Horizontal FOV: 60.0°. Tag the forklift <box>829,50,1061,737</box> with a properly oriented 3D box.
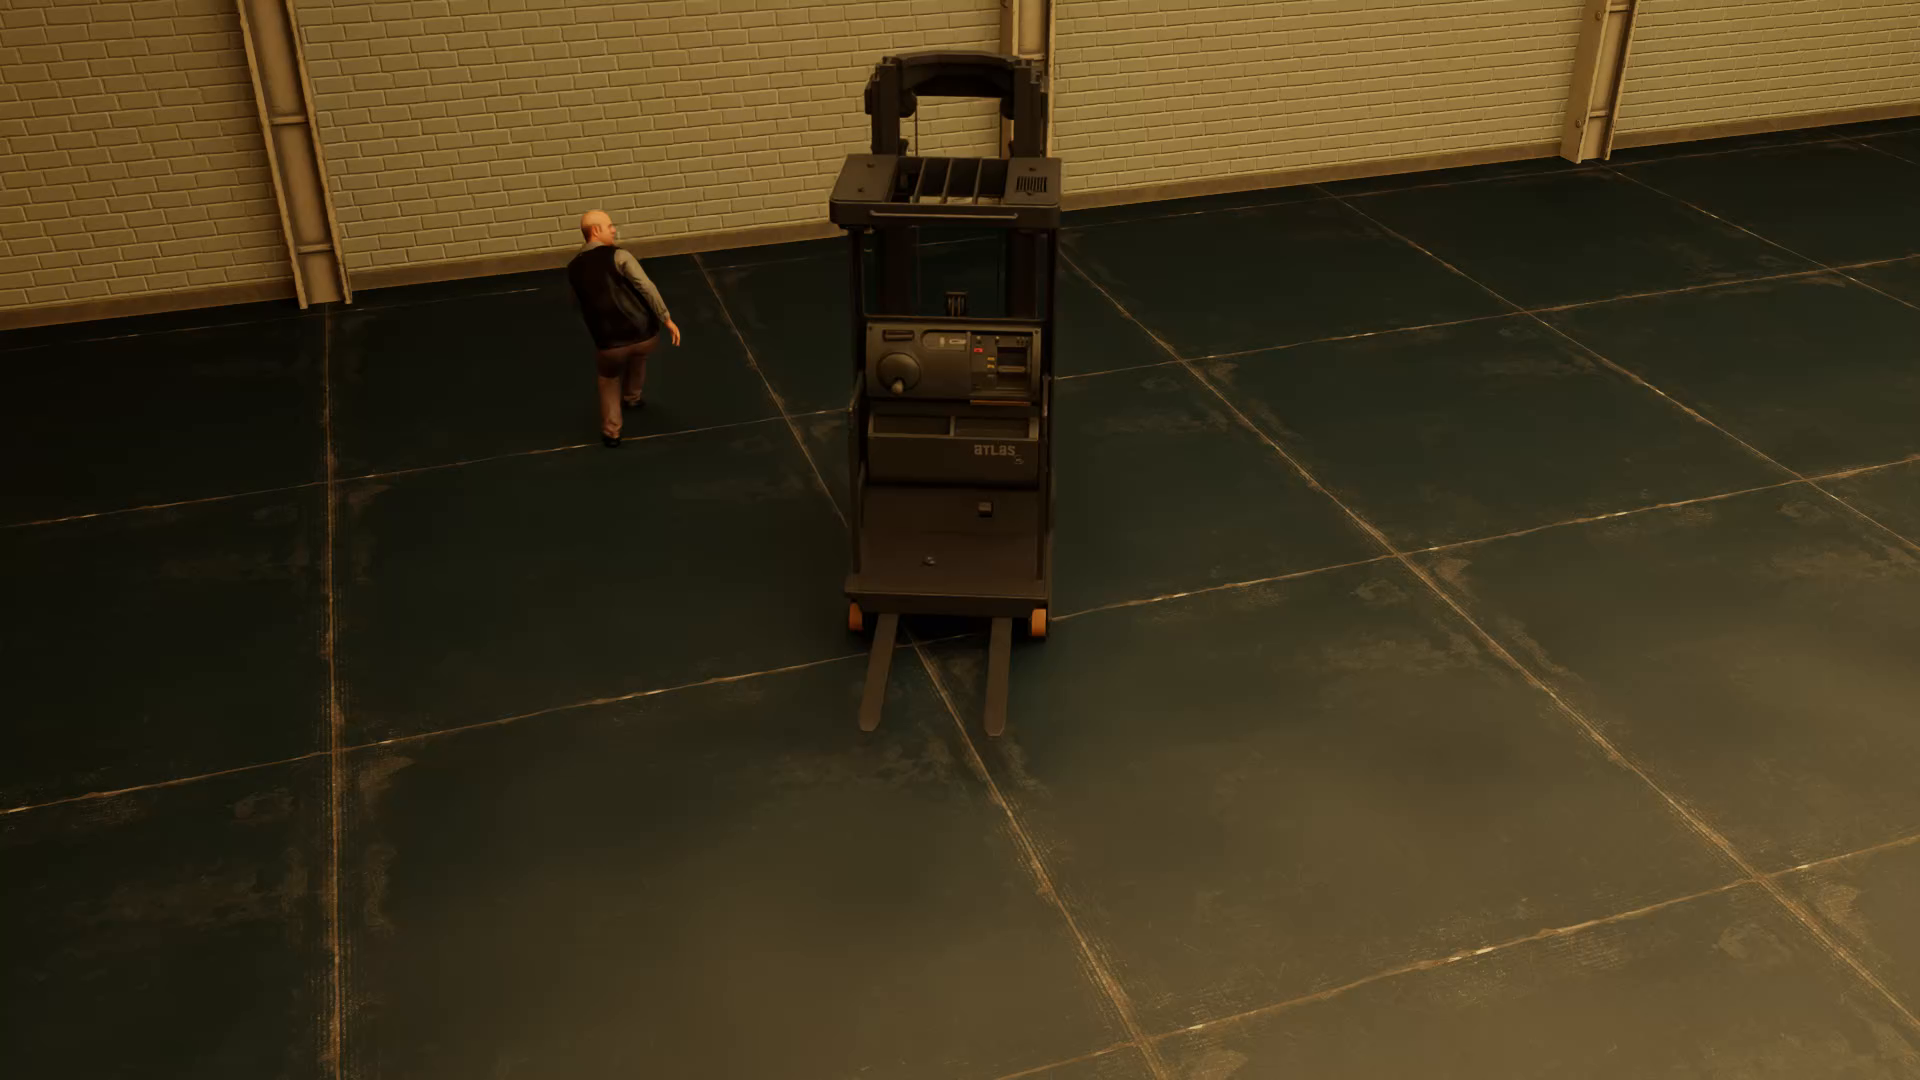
[{"bbox_3d":[-0.047,-0.905,8.659,1.130,2.935,3.031,2,30,3],"label":"forklift"}]

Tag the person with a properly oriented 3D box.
[{"bbox_3d":[-2.202,-1.430,10.999,0.746,1.541,0.762,-2,30,-4],"label":"person"}]
